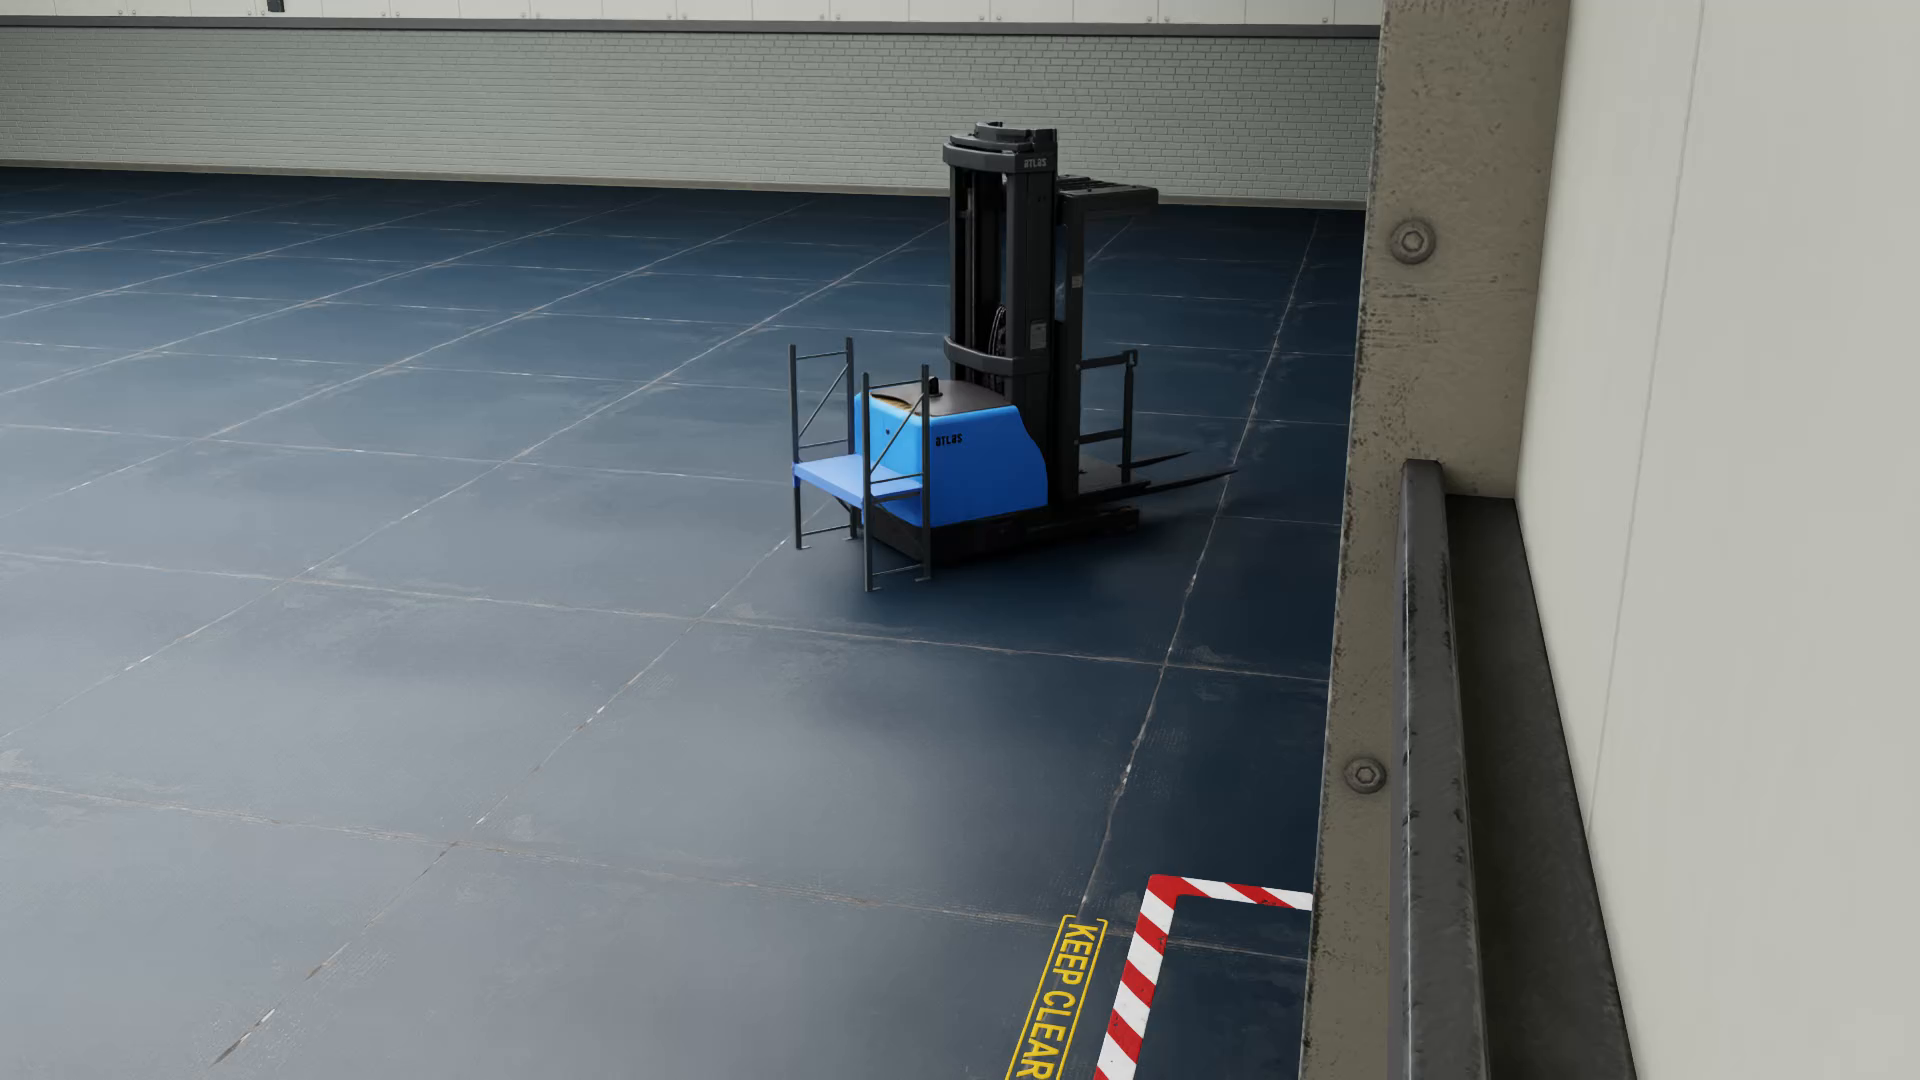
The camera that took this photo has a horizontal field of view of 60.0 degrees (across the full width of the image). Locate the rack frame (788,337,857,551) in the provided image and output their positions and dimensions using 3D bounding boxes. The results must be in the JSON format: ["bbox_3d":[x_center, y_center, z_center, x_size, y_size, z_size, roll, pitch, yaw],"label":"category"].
[{"bbox_3d":[-0.974,-0.681,11.862,0.500,1.500,0.032,-12,22,-31],"label":"rack frame"}]

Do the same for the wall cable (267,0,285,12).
[{"bbox_3d":[-12.566,-13.216,31.698,2.305,6.003,0.169,5,19,13],"label":"wall cable"}]

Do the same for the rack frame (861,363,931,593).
[{"bbox_3d":[-0.421,-0.405,11.054,0.500,1.500,0.032,-12,22,-31],"label":"rack frame"}]

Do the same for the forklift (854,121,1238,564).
[{"bbox_3d":[0.741,-1.561,12.223,3.031,2.935,1.130,-11,22,-30],"label":"forklift"}]

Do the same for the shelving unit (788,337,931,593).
[{"bbox_3d":[-0.697,-0.543,11.458,0.538,1.500,1.048,-12,22,-31],"label":"shelving unit"}]

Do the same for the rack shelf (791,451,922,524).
[{"bbox_3d":[-0.697,-0.373,11.516,0.538,0.185,1.000,-12,22,-31],"label":"rack shelf"}]
